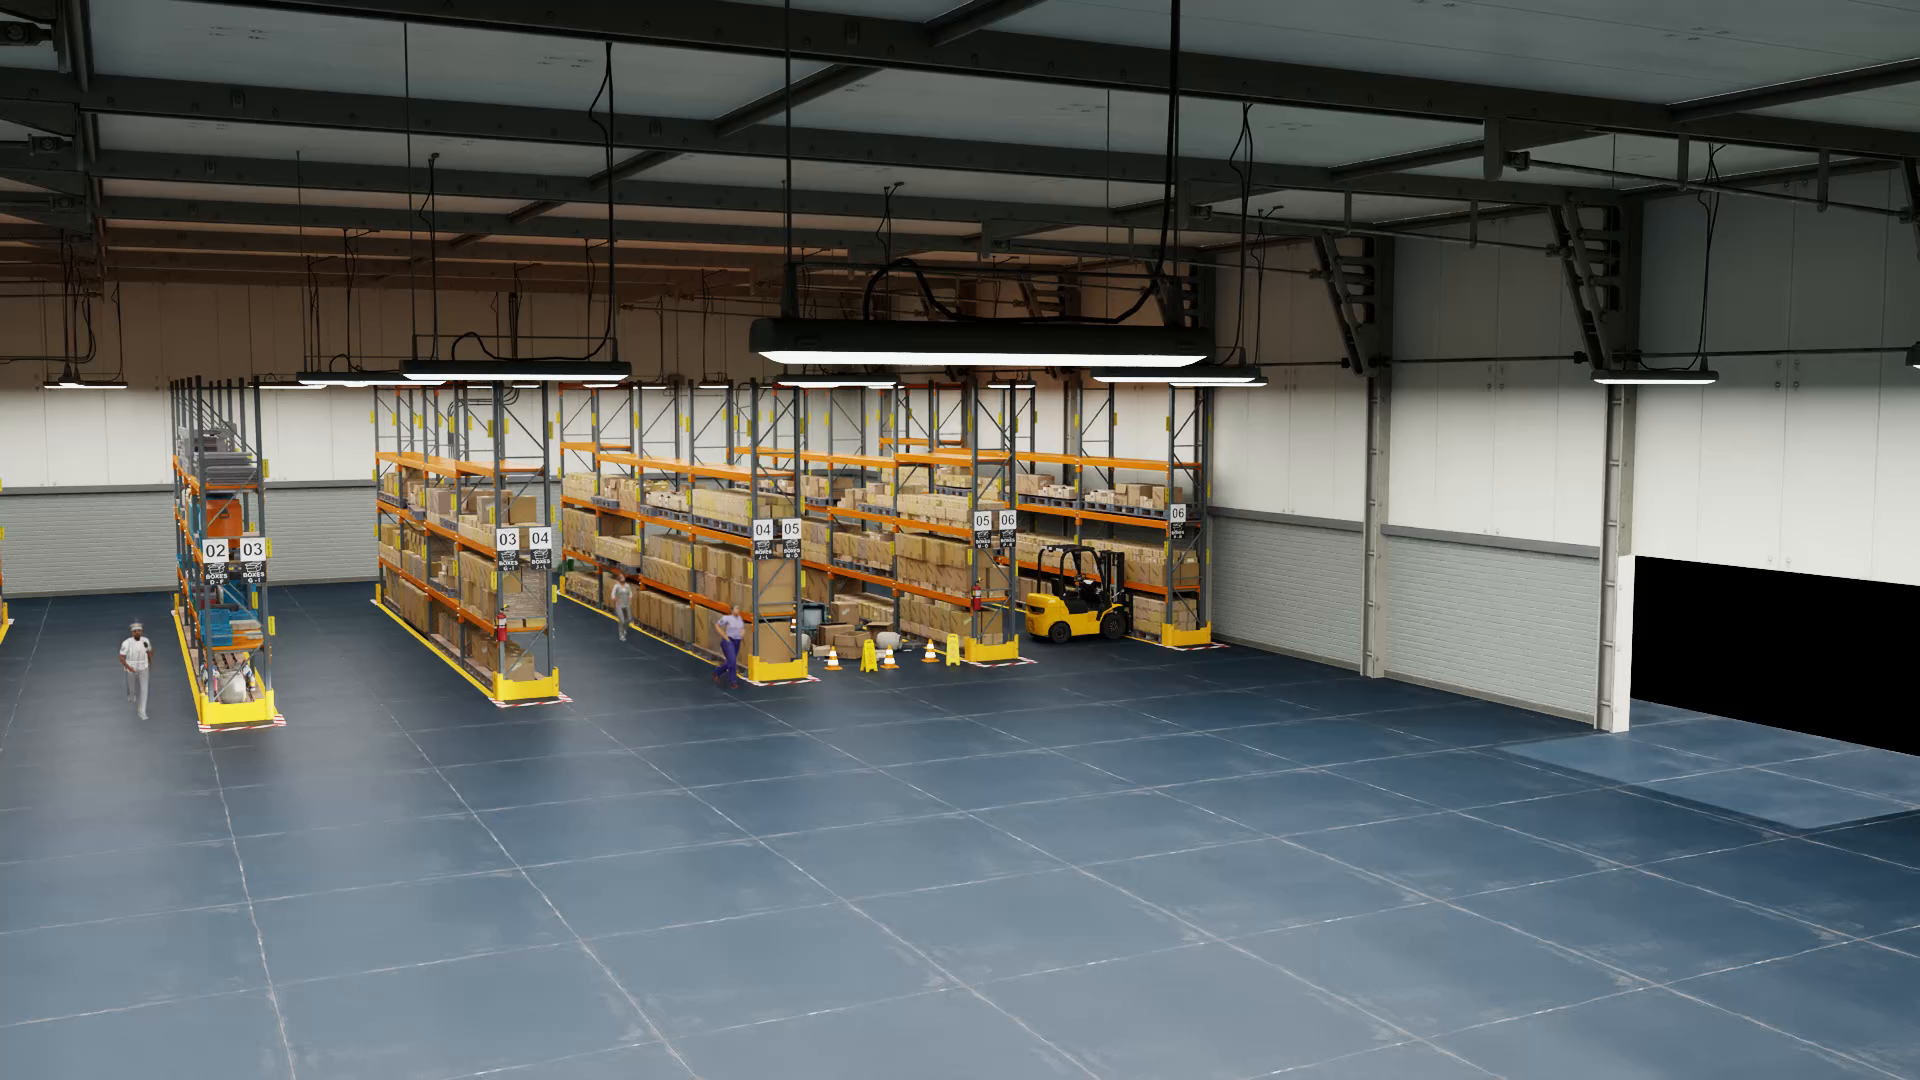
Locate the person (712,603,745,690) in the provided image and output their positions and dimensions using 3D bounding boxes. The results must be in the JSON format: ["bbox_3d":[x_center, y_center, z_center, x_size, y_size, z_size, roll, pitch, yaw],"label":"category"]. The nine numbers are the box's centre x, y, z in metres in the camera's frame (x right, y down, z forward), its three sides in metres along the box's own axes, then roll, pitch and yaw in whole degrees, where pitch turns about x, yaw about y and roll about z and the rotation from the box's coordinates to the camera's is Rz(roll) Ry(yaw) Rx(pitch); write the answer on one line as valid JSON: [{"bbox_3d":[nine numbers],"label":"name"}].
[{"bbox_3d":[-4.438,2.060,32.380,0.835,1.642,0.633,4,6,38],"label":"person"}]

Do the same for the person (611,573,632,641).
[{"bbox_3d":[-7.751,1.543,38.265,0.529,1.554,0.549,-3,6,-30],"label":"person"}]

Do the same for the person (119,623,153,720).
[{"bbox_3d":[-14.564,2.300,29.434,0.557,1.692,0.960,-3,6,-30],"label":"person"}]

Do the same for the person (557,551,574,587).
[{"bbox_3d":[-11.493,0.533,48.718,0.632,1.784,0.720,0,5,2],"label":"person"}]
